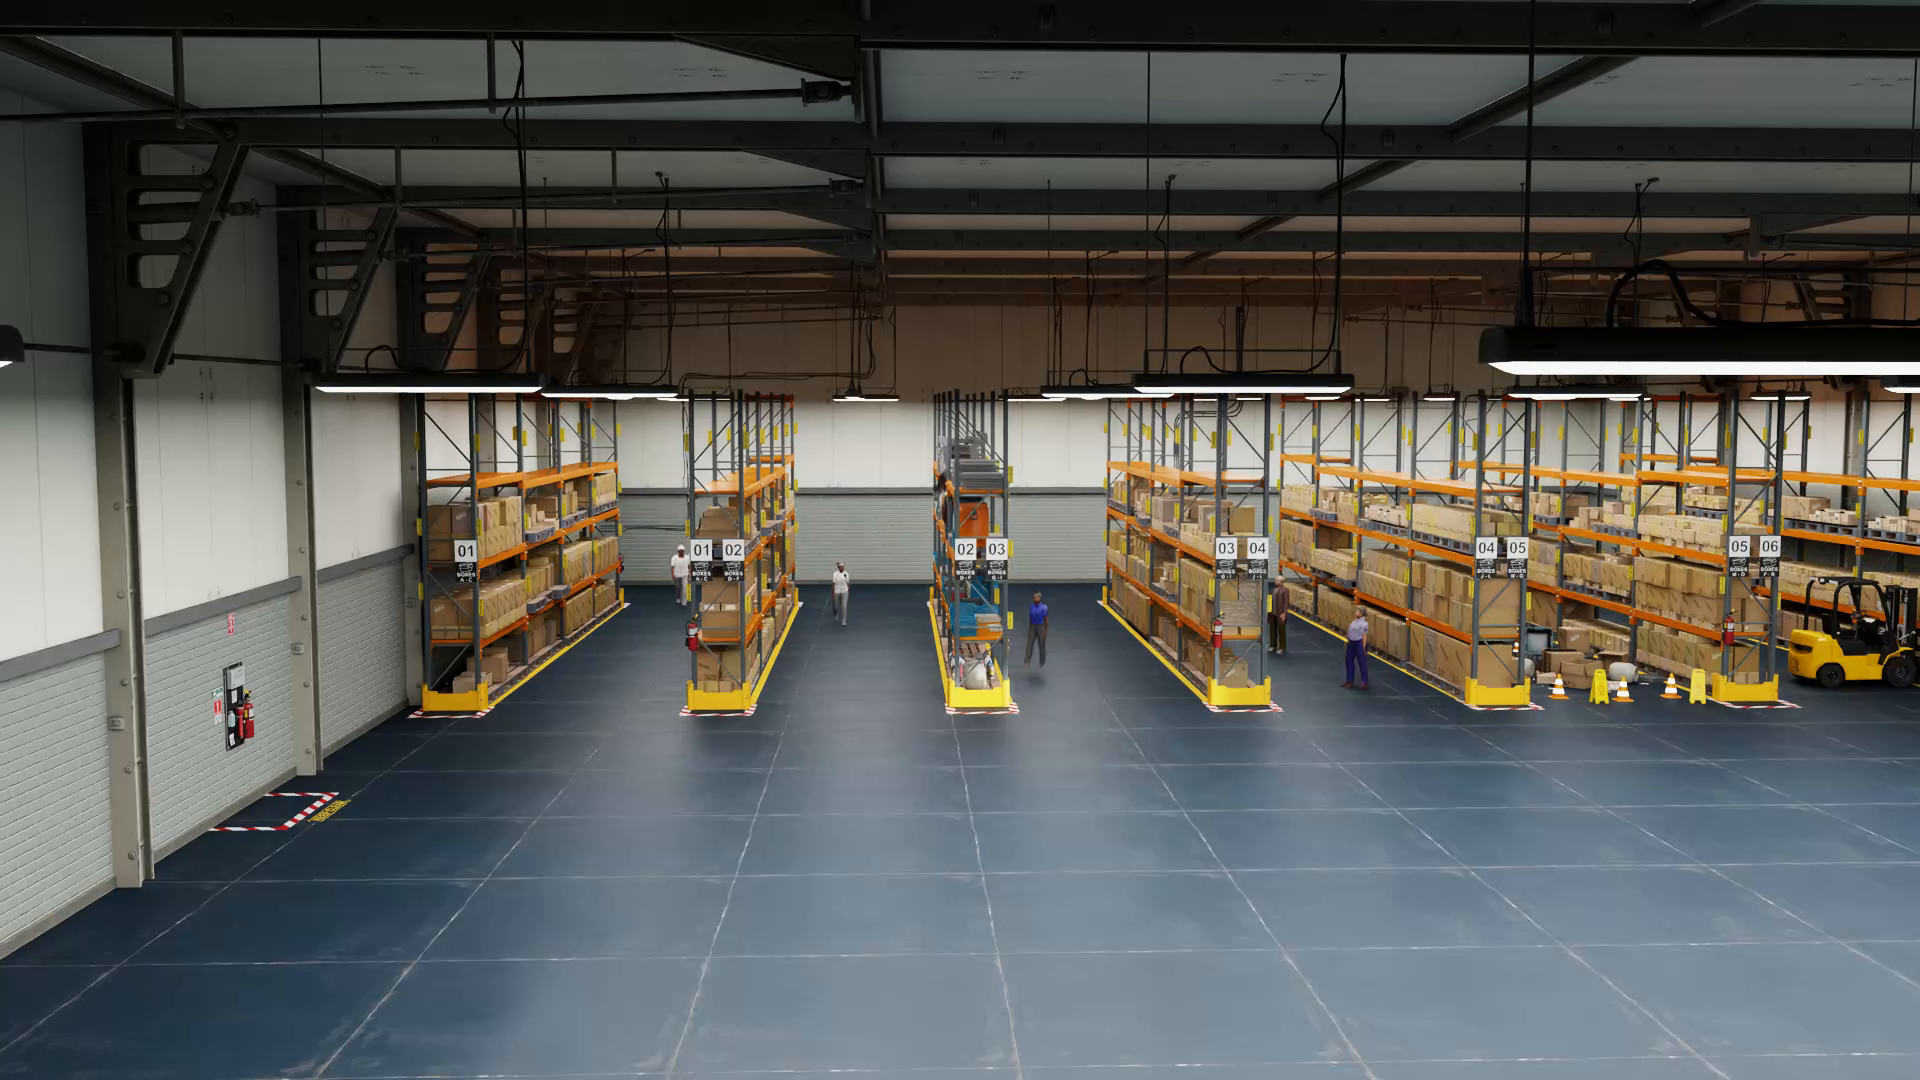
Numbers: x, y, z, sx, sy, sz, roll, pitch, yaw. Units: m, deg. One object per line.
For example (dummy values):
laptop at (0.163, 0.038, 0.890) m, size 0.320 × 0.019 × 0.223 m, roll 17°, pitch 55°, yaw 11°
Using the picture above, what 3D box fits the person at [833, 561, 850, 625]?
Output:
person at (-3.079, 1.362, 43.164) m, size 0.450 × 1.660 × 0.665 m, roll 0°, pitch 5°, yaw -5°

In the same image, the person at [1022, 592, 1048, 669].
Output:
person at (1.634, 1.962, 35.912) m, size 0.516 × 1.671 × 0.509 m, roll 3°, pitch 6°, yaw 34°

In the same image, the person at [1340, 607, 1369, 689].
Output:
person at (7.991, 2.162, 33.584) m, size 0.419 × 1.660 × 0.649 m, roll -2°, pitch 5°, yaw -27°

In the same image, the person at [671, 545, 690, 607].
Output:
person at (-7.916, 1.018, 47.183) m, size 0.572 × 1.731 × 0.989 m, roll -1°, pitch 5°, yaw -9°

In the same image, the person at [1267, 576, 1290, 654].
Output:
person at (7.316, 1.722, 38.346) m, size 0.621 × 1.804 × 0.411 m, roll 5°, pitch 7°, yaw 45°
